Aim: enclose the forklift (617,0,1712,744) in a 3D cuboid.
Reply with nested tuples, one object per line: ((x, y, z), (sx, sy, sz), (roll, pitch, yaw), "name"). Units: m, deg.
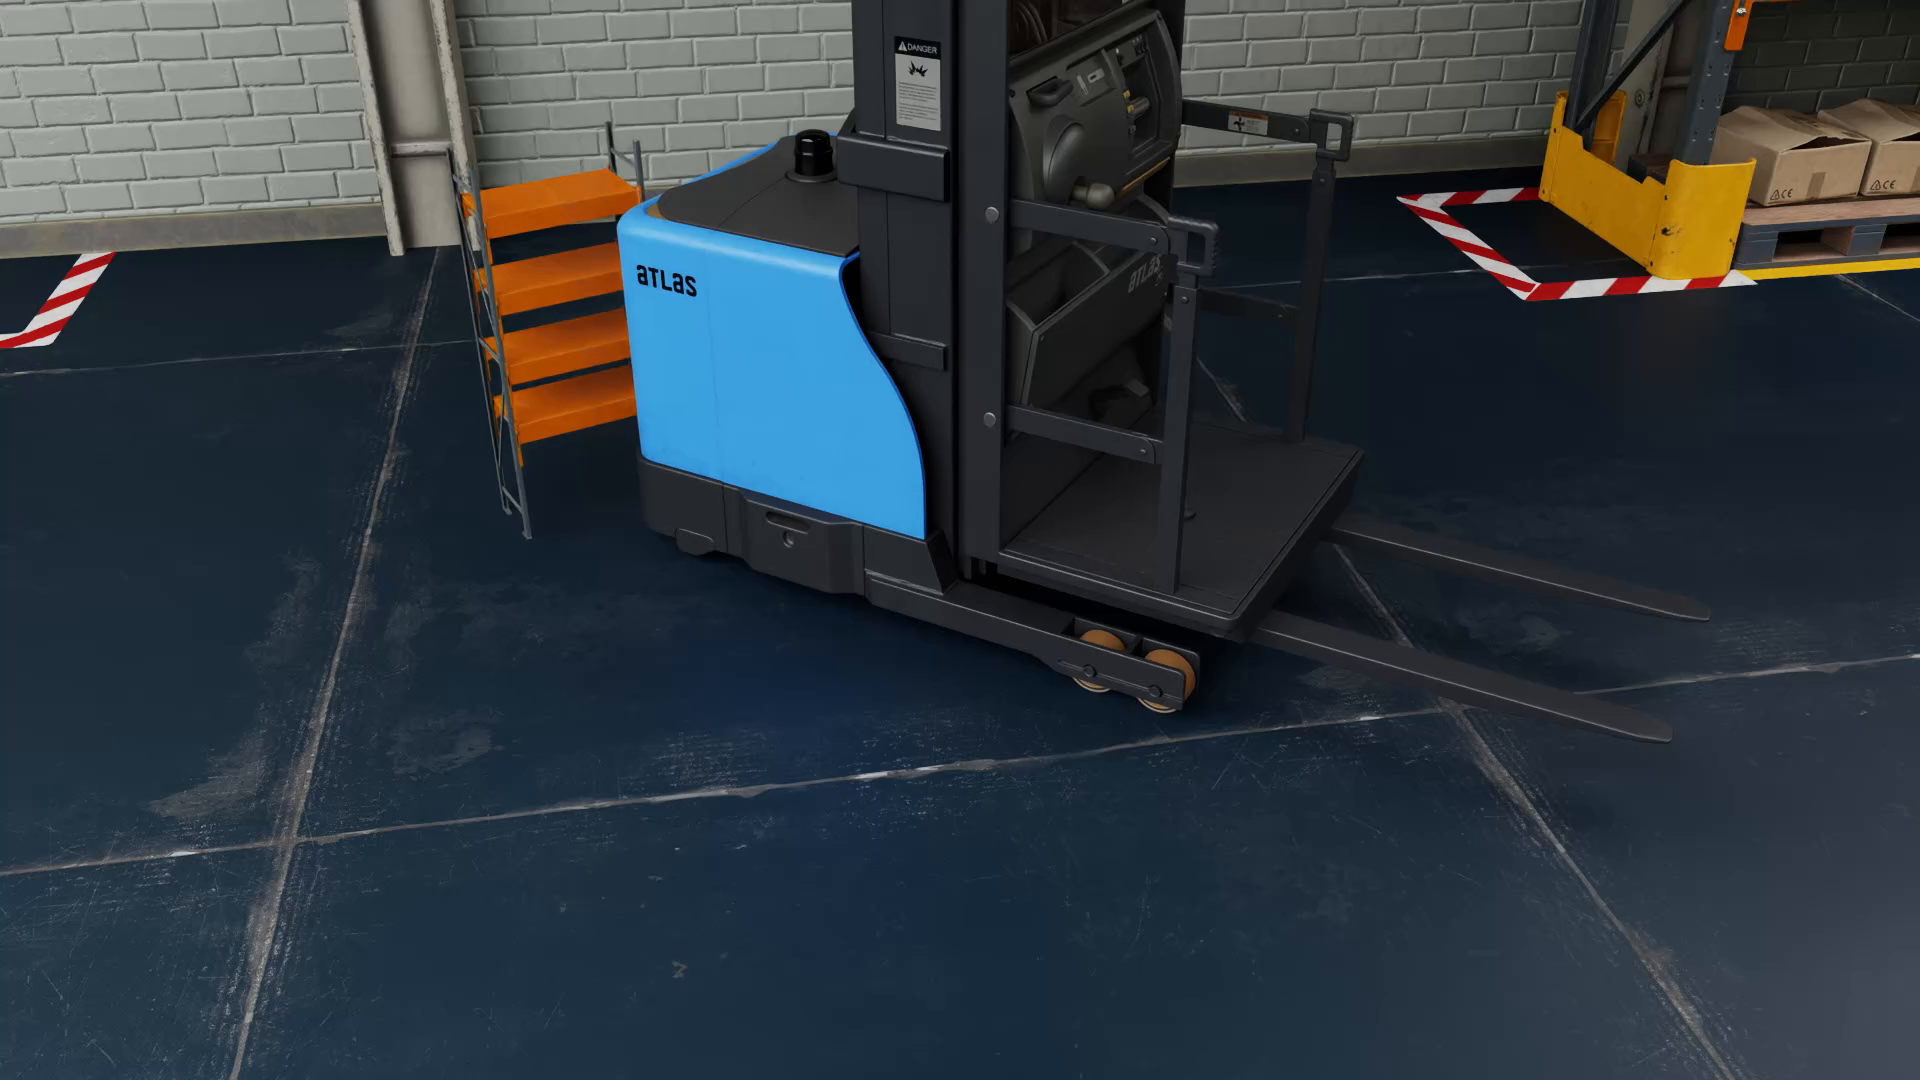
((0.545, -1.109, 4.244), (3.031, 2.935, 1.130), (16, 34, 25), "forklift")

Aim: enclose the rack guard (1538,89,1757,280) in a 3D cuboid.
((3.078, -1.635, 7.537), (0.348, 0.500, 1.175), (-5, 31, -9), "rack guard")

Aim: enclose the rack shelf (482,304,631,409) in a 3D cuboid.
((-1.214, -0.577, 5.180), (0.480, 0.148, 0.258), (-18, 35, -27), "rack shelf")

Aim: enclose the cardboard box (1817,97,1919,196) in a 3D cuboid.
((4.261, -1.806, 7.581), (0.500, 0.311, 0.500), (-3, 31, -5), "cardboard box")

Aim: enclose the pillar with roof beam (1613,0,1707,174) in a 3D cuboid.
((4.312, -3.640, 2.563), (0.400, 9.000, 9.100), (-5, 31, -9), "pillar with roof beam")

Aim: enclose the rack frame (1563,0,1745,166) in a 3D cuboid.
((3.004, -2.705, 6.892), (0.127, 3.000, 1.000), (-5, 31, -9), "rack frame")

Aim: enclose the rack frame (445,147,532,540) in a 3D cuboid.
((-1.421, -0.569, 5.034), (0.015, 1.200, 0.240), (-18, 35, -27), "rack frame")

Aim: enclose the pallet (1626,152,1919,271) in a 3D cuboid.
((3.884, -1.567, 7.706), (1.213, 0.211, 1.003), (-5, 31, -9), "pallet")

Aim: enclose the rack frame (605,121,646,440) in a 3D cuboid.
((-1.007, -0.700, 5.257), (0.015, 1.200, 0.240), (-18, 35, -27), "rack frame")

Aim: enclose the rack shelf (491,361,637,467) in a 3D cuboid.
((-1.214, -0.405, 5.280), (0.480, 0.148, 0.258), (-18, 35, -27), "rack shelf")

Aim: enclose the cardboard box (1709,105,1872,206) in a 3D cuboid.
((3.700, -1.754, 7.493), (0.500, 0.311, 0.500), (-9, 32, -15), "cardboard box")

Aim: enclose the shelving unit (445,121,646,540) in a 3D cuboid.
((-1.214, -0.635, 5.146), (0.503, 1.200, 0.258), (-18, 35, -27), "shelving unit")

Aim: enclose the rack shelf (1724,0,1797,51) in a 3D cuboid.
((4.971, -2.578, 7.384), (4.000, 0.370, 1.077), (-5, 31, -9), "rack shelf")

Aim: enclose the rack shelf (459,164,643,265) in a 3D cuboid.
((-1.214, -0.973, 4.946), (0.480, 0.148, 0.258), (-18, 35, -27), "rack shelf")

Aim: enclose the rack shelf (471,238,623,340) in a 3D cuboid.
((-1.214, -0.769, 5.066), (0.480, 0.148, 0.258), (-18, 35, -27), "rack shelf")

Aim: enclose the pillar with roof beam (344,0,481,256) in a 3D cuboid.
((-1.590, -3.092, 1.631), (0.400, 9.000, 9.100), (-5, 31, -9), "pillar with roof beam")
